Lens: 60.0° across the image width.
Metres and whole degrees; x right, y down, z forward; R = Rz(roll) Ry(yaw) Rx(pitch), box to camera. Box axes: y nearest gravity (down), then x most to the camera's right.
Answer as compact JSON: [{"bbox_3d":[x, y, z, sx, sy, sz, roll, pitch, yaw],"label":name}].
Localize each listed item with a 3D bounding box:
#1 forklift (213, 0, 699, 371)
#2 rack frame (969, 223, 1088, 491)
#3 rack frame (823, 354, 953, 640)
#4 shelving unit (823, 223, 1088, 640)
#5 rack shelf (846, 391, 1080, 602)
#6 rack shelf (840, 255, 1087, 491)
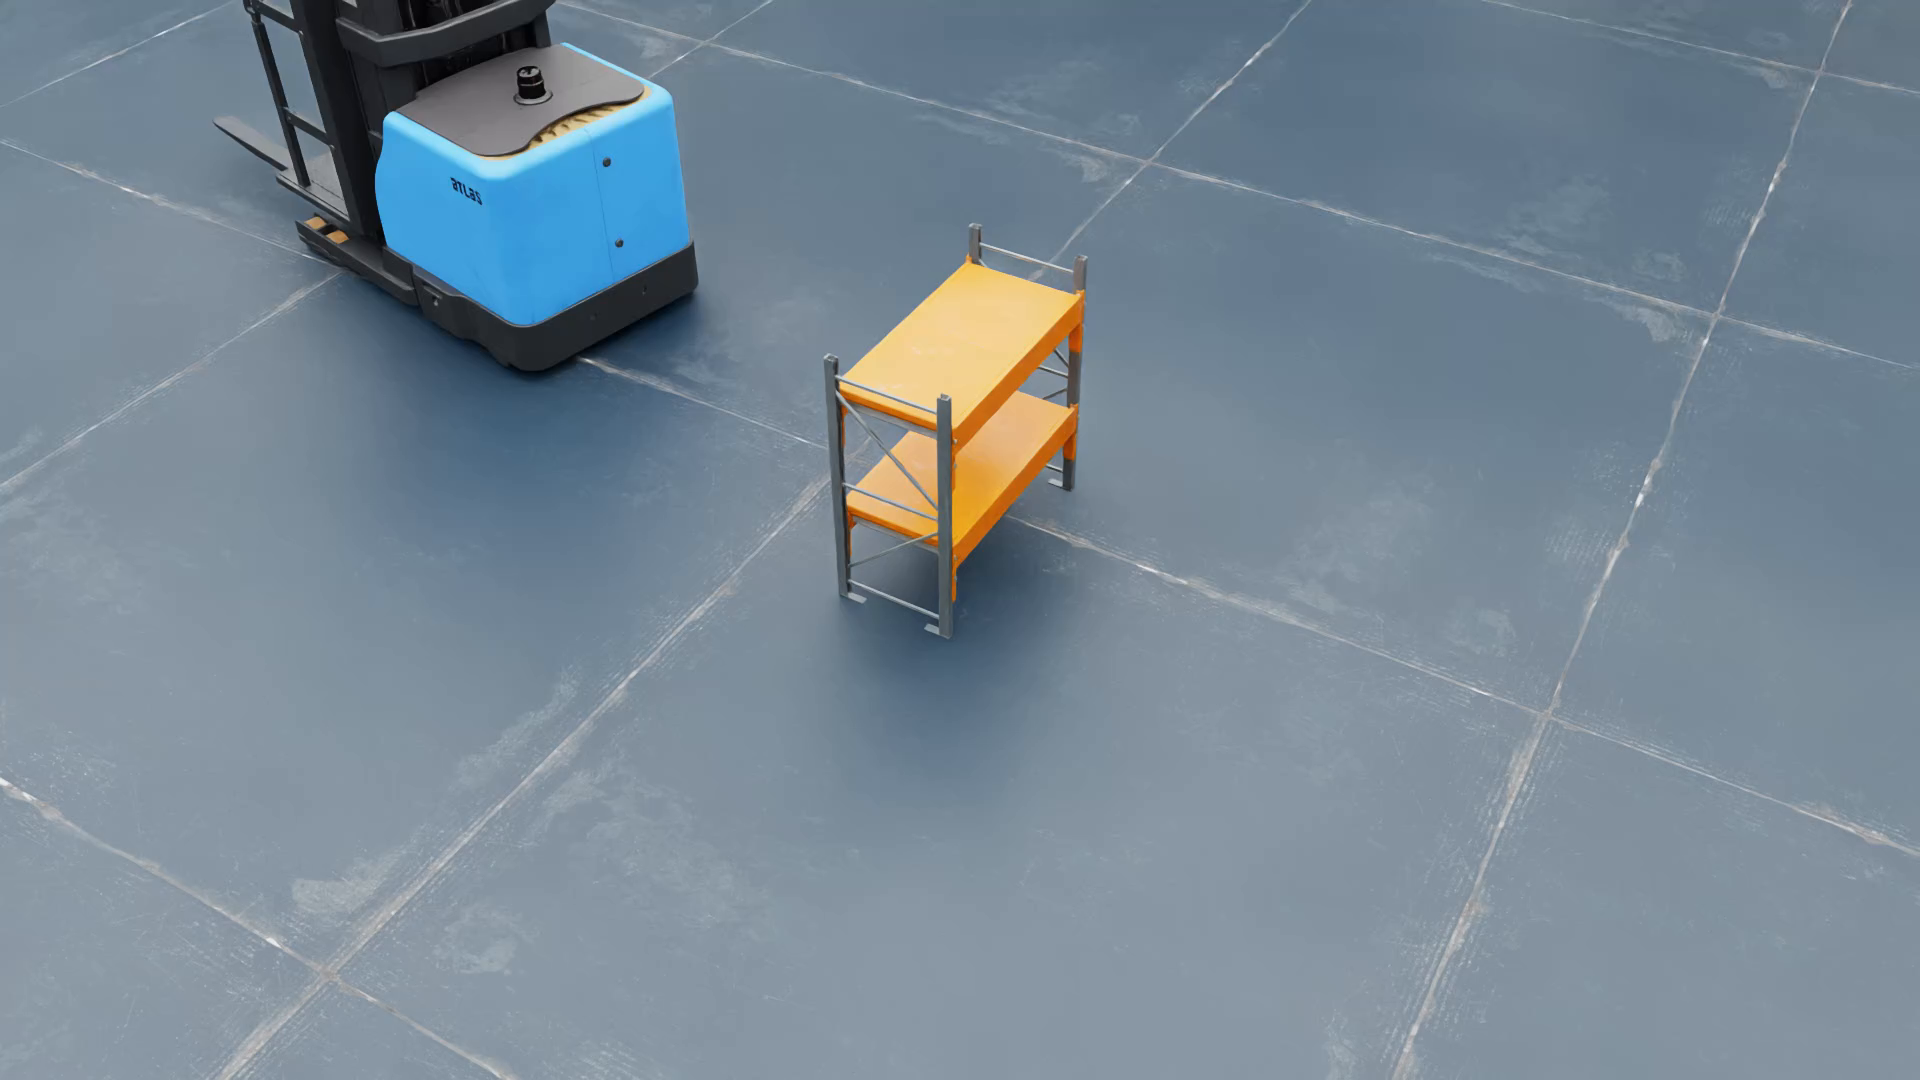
[{"bbox_3d":[-2.699,-2.705,7.604,3.031,2.935,1.130,31,50,30],"label":"forklift"},{"bbox_3d":[0.258,-0.717,6.713,0.500,1.125,0.032,21,45,22],"label":"rack frame"},{"bbox_3d":[-0.251,-0.135,6.052,0.500,1.125,0.032,21,45,22],"label":"rack frame"},{"bbox_3d":[0.003,-0.426,6.383,0.538,1.125,1.048,21,45,22],"label":"shelving unit"},{"bbox_3d":[0.003,-0.243,6.544,0.538,0.278,1.000,21,45,22],"label":"rack shelf"},{"bbox_3d":[0.003,-0.646,6.189,0.538,0.278,1.000,21,45,22],"label":"rack shelf"}]
